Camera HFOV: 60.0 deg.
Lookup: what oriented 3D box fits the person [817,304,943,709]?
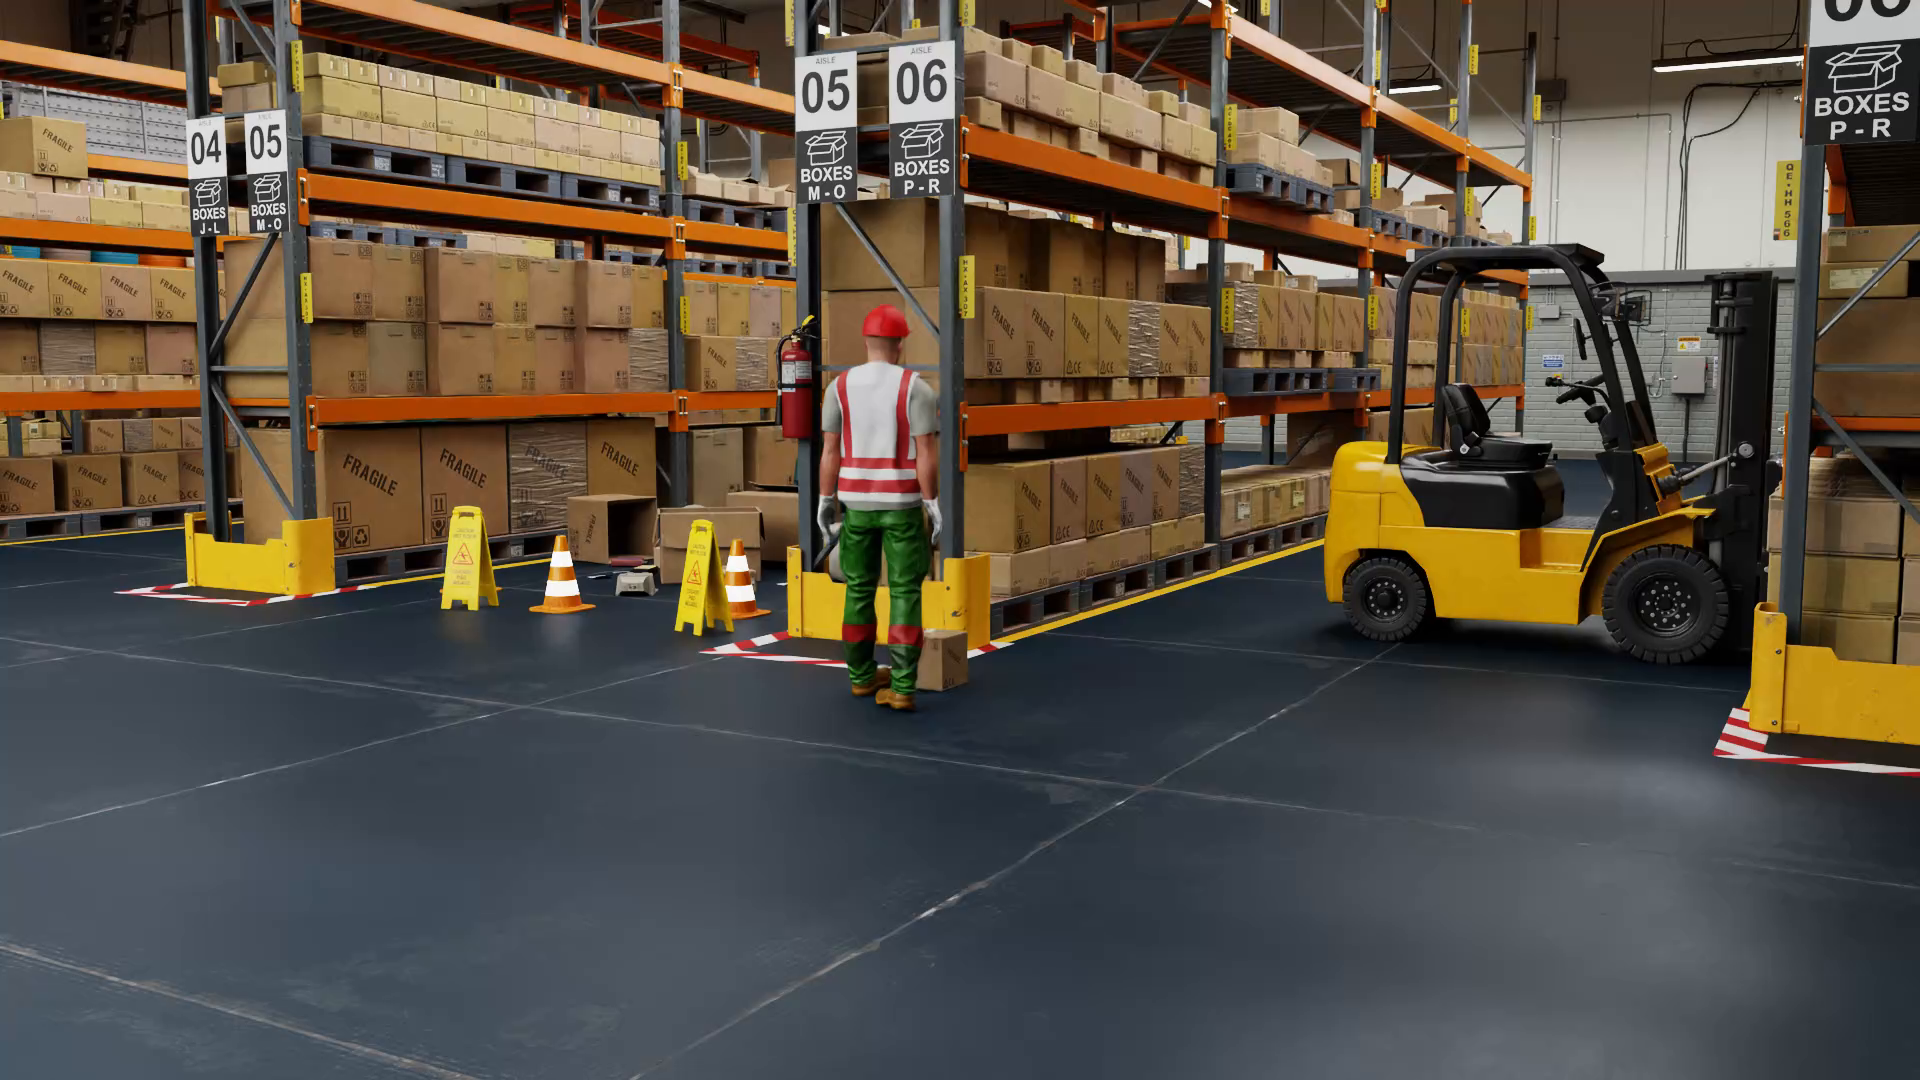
[{"bbox_3d":[-0.335,-0.163,7.524,0.574,1.786,0.618,1,6,12],"label":"person"}]
